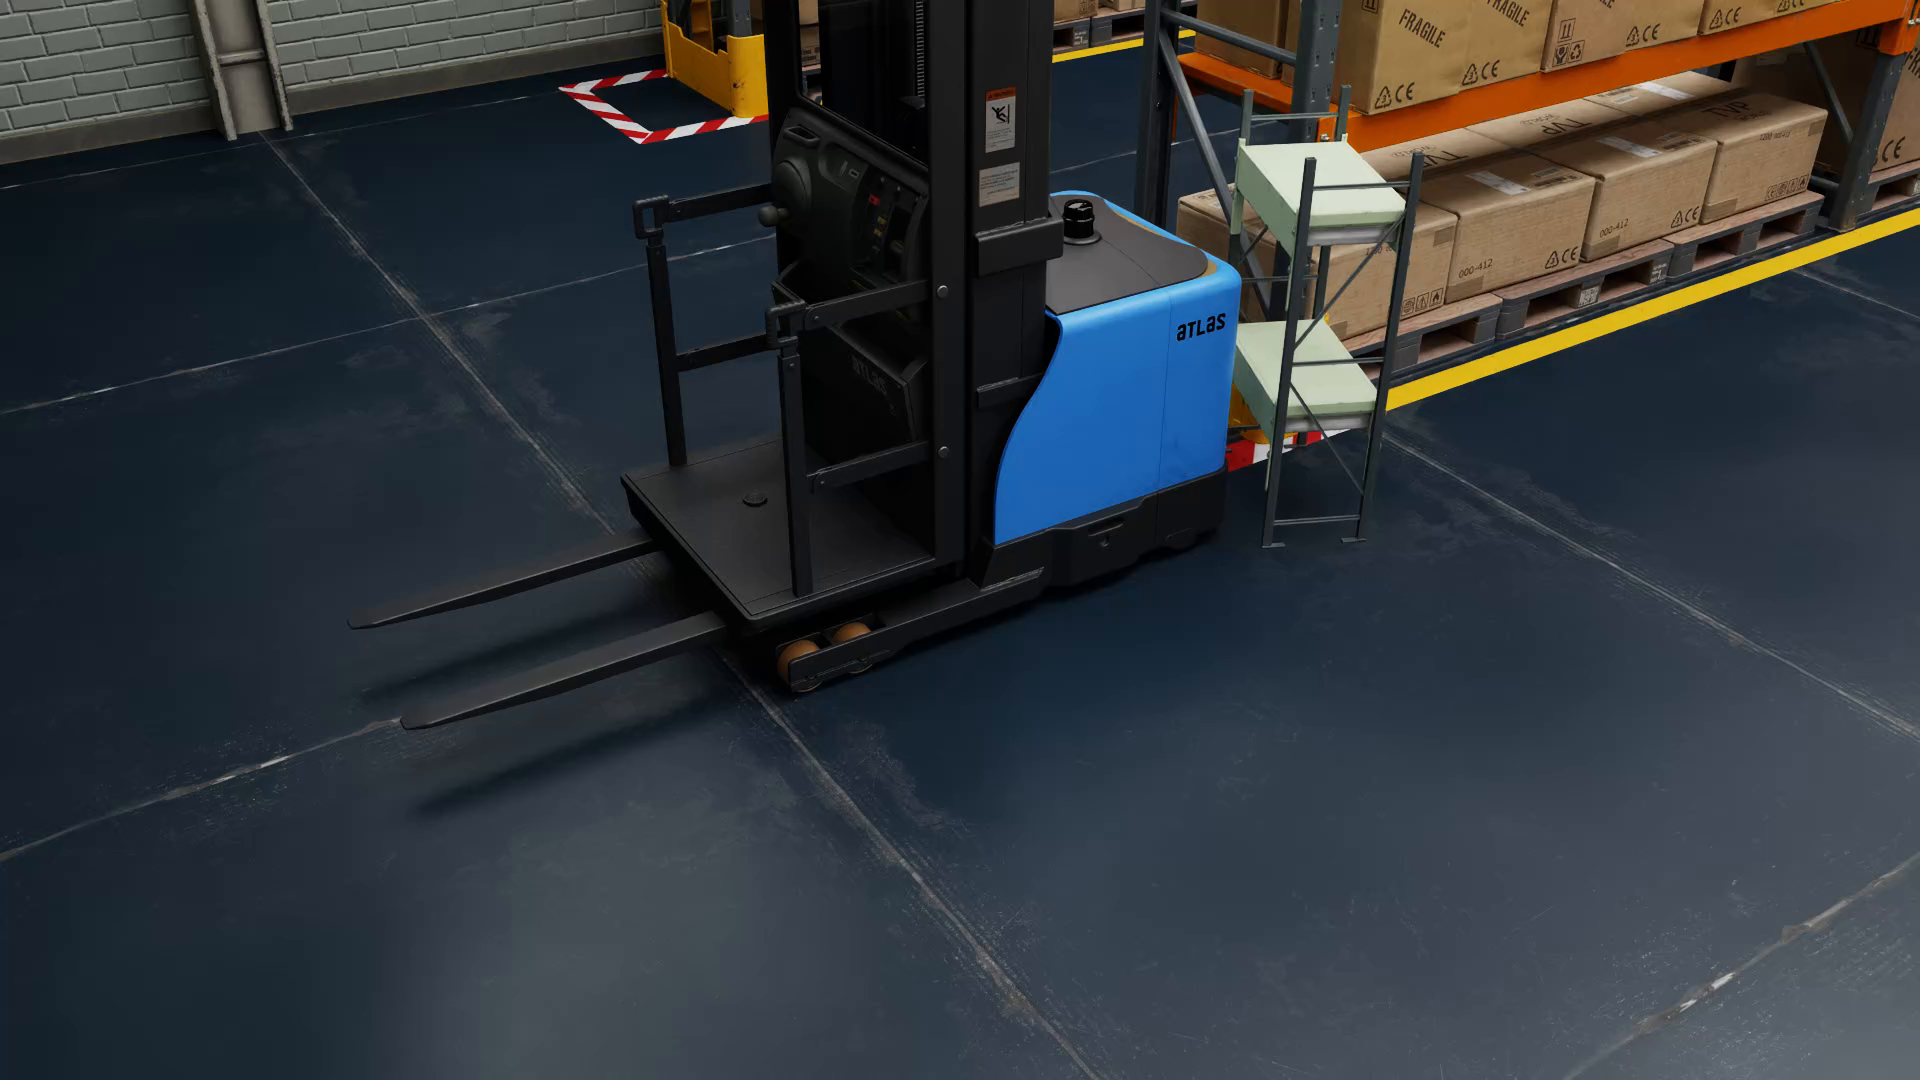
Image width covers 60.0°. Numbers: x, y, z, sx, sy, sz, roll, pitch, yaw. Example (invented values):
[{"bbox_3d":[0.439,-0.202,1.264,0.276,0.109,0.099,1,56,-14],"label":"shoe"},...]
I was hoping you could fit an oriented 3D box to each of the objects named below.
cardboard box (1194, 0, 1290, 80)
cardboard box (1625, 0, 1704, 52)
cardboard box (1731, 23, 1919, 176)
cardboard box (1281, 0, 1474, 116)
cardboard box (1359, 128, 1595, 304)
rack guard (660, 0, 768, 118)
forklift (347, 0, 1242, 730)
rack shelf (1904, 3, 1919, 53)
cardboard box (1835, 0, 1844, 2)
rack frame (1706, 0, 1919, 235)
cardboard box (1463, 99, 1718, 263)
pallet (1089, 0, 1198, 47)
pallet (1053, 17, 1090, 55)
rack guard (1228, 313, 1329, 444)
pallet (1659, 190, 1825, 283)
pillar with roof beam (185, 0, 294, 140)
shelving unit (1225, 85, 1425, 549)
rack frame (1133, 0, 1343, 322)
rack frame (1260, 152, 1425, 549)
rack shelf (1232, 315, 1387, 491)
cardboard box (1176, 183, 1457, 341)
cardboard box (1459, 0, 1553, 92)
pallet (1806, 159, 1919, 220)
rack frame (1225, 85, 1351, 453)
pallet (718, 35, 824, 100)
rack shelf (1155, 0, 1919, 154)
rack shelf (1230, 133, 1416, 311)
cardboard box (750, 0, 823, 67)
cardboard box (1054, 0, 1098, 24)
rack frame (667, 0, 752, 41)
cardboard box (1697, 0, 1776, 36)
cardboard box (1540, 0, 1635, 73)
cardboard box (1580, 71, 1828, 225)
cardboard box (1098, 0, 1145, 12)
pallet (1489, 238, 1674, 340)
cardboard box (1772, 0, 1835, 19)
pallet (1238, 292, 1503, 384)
[{"bbox_3d":[1.346,-2.270,6.943,0.500,0.500,0.500,-19,37,-27],"label":"cardboard box"},{"bbox_3d":[2.902,-2.472,7.263,0.500,0.500,0.500,-18,36,-26],"label":"cardboard box"},{"bbox_3d":[4.924,-2.620,9.189,0.875,0.875,0.875,-18,36,-26],"label":"cardboard box"},{"bbox_3d":[1.643,-2.022,6.550,0.500,0.500,0.500,-19,37,-28],"label":"cardboard box"},{"bbox_3d":[2.349,-1.567,7.931,0.875,0.438,0.875,-18,36,-26],"label":"cardboard box"},{"bbox_3d":[-1.545,-3.159,10.789,0.348,0.500,1.175,-19,37,-27],"label":"rack guard"},{"bbox_3d":[-0.536,-1.064,5.189,3.031,2.935,1.130,-18,37,-26],"label":"forklift"},{"bbox_3d":[6.127,-3.400,9.502,4.000,0.370,1.077,-19,37,-27],"label":"rack shelf"},{"bbox_3d":[4.194,-2.919,7.973,0.500,0.500,0.500,-19,37,-27],"label":"cardboard box"},{"bbox_3d":[4.446,-3.126,8.394,0.127,3.000,1.000,-19,37,-27],"label":"rack frame"},{"bbox_3d":[3.108,-1.827,8.343,0.875,0.438,0.875,-20,37,-29],"label":"cardboard box"},{"bbox_3d":[1.176,-3.973,12.351,1.213,0.211,1.003,-19,37,-27],"label":"pallet"},{"bbox_3d":[0.149,-3.618,11.788,1.213,0.211,1.003,-19,37,-27],"label":"pallet"},{"bbox_3d":[1.064,-0.905,7.217,0.348,0.500,1.175,-19,37,-27],"label":"rack guard"},{"bbox_3d":[3.764,-1.762,8.845,1.213,0.211,1.003,-19,37,-27],"label":"pallet"},{"bbox_3d":[-2.031,-4.426,4.832,0.400,9.000,9.100,-19,37,-27],"label":"pillar with roof beam"},{"bbox_3d":[1.274,-0.814,6.134,0.431,1.500,0.755,-4,32,-6],"label":"shelving unit"},{"bbox_3d":[1.084,-1.969,6.561,0.127,3.000,1.000,-19,37,-27],"label":"rack frame"},{"bbox_3d":[1.323,-0.620,5.828,0.400,1.500,0.023,-4,32,-6],"label":"rack frame"},{"bbox_3d":[1.274,-0.538,6.308,0.431,0.370,0.720,-4,32,-6],"label":"rack shelf"},{"bbox_3d":[1.584,-1.299,7.506,0.875,0.438,0.875,-20,38,-29],"label":"cardboard box"},{"bbox_3d":[2.053,-2.180,6.801,0.500,0.500,0.500,-20,37,-28],"label":"cardboard box"},{"bbox_3d":[5.054,-2.203,9.545,1.213,0.211,1.003,-19,37,-27],"label":"pallet"},{"bbox_3d":[1.226,-1.008,6.441,0.400,1.500,0.023,-4,32,-6],"label":"rack frame"},{"bbox_3d":[-0.875,-3.268,11.232,1.213,0.211,1.003,-19,37,-27],"label":"pallet"},{"bbox_3d":[2.765,-2.243,7.669,4.000,0.370,1.077,-19,37,-27],"label":"rack shelf"},{"bbox_3d":[1.274,-1.144,5.926,0.431,0.370,0.720,-4,32,-6],"label":"rack shelf"},{"bbox_3d":[-1.043,-3.450,10.854,0.637,0.503,0.797,-21,38,-29],"label":"cardboard box"},{"bbox_3d":[0.569,-3.979,11.695,0.500,0.500,0.700,-20,38,-29],"label":"cardboard box"},{"bbox_3d":[-1.609,-4.194,10.087,0.127,3.000,1.000,-19,37,-27],"label":"rack frame"},{"bbox_3d":[3.350,-2.616,7.492,0.500,0.500,0.500,-20,37,-28],"label":"cardboard box"},{"bbox_3d":[2.490,-2.319,7.022,0.500,0.500,0.500,-19,37,-28],"label":"cardboard box"},{"bbox_3d":[3.860,-2.086,8.754,0.875,0.438,0.875,-20,37,-28],"label":"cardboard box"},{"bbox_3d":[1.144,-3.976,11.910,0.258,0.266,0.396,-18,36,-26],"label":"cardboard box"},{"bbox_3d":[2.738,-1.407,8.282,1.213,0.211,1.003,-19,37,-27],"label":"pallet"},{"bbox_3d":[3.765,-2.768,7.733,0.500,0.500,0.500,-20,37,-28],"label":"cardboard box"},{"bbox_3d":[1.713,-1.056,7.727,1.213,0.211,1.003,-19,37,-27],"label":"pallet"}]
